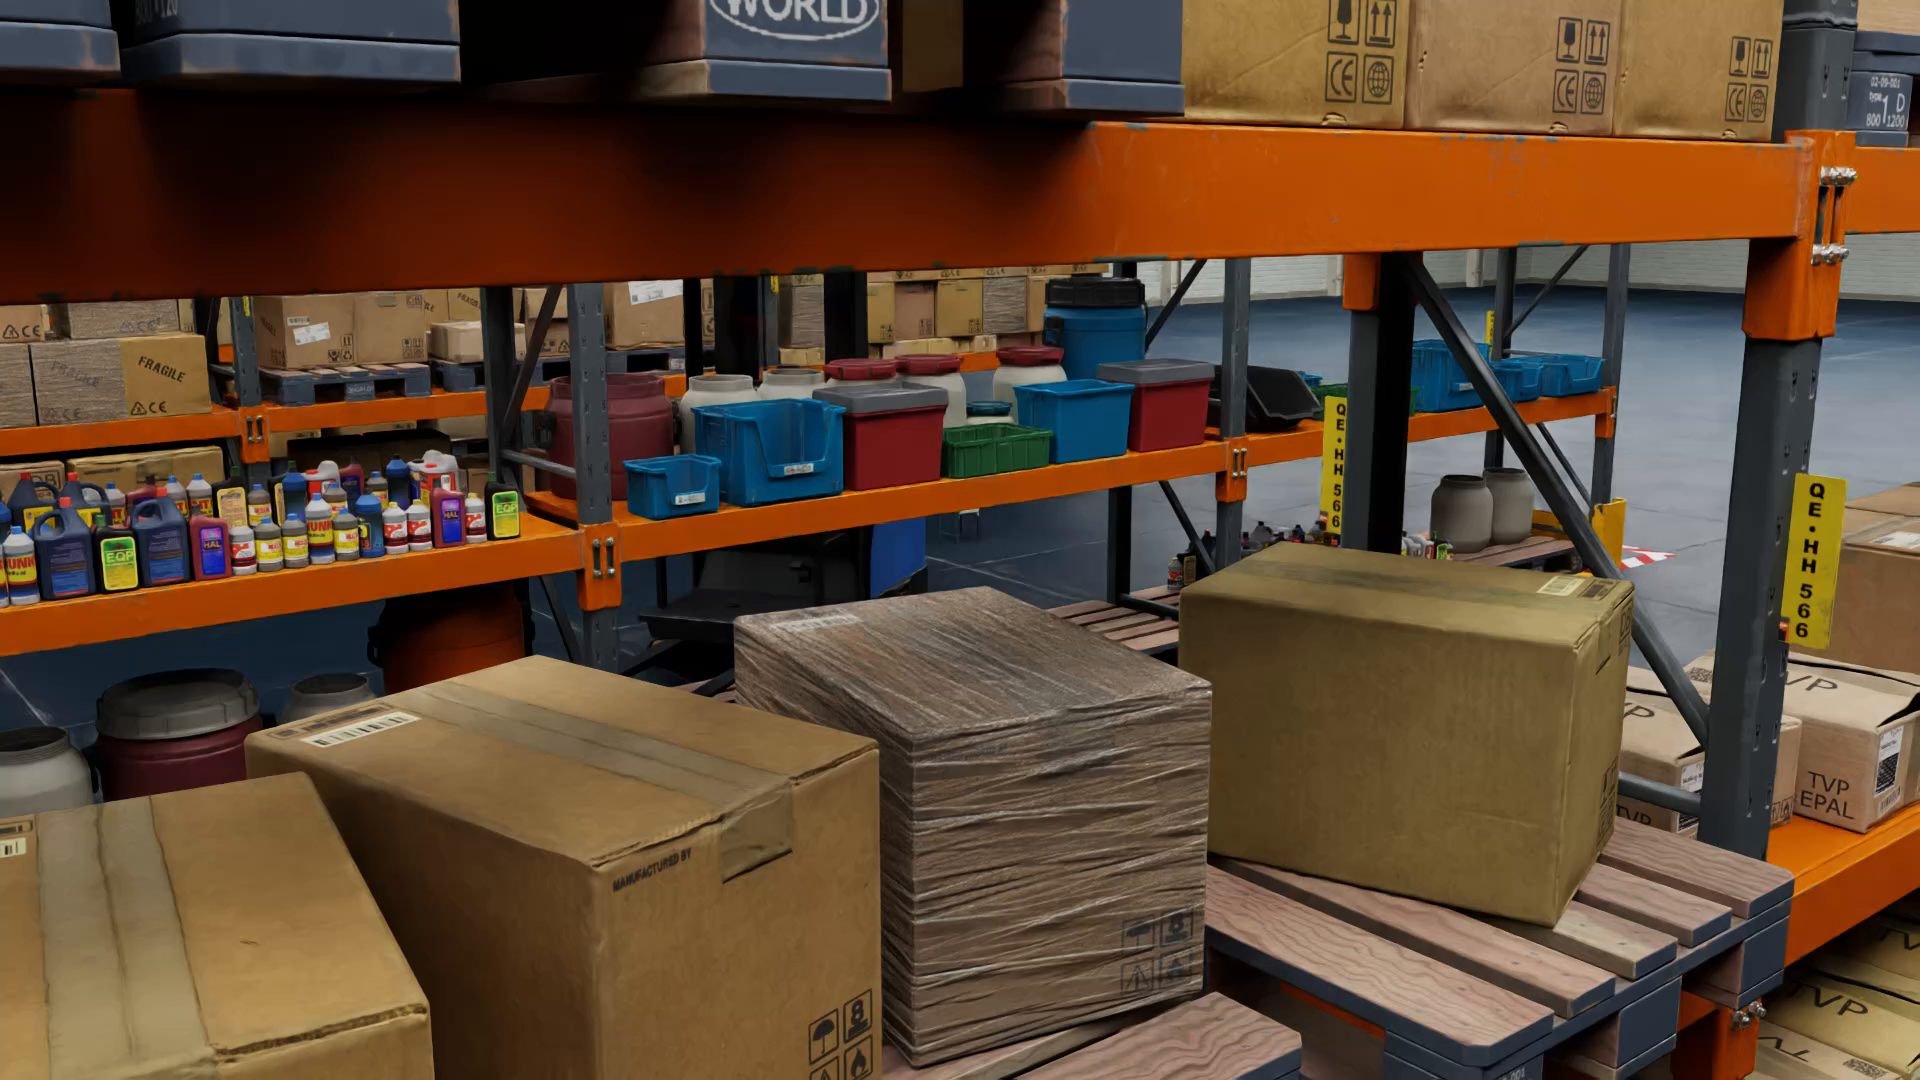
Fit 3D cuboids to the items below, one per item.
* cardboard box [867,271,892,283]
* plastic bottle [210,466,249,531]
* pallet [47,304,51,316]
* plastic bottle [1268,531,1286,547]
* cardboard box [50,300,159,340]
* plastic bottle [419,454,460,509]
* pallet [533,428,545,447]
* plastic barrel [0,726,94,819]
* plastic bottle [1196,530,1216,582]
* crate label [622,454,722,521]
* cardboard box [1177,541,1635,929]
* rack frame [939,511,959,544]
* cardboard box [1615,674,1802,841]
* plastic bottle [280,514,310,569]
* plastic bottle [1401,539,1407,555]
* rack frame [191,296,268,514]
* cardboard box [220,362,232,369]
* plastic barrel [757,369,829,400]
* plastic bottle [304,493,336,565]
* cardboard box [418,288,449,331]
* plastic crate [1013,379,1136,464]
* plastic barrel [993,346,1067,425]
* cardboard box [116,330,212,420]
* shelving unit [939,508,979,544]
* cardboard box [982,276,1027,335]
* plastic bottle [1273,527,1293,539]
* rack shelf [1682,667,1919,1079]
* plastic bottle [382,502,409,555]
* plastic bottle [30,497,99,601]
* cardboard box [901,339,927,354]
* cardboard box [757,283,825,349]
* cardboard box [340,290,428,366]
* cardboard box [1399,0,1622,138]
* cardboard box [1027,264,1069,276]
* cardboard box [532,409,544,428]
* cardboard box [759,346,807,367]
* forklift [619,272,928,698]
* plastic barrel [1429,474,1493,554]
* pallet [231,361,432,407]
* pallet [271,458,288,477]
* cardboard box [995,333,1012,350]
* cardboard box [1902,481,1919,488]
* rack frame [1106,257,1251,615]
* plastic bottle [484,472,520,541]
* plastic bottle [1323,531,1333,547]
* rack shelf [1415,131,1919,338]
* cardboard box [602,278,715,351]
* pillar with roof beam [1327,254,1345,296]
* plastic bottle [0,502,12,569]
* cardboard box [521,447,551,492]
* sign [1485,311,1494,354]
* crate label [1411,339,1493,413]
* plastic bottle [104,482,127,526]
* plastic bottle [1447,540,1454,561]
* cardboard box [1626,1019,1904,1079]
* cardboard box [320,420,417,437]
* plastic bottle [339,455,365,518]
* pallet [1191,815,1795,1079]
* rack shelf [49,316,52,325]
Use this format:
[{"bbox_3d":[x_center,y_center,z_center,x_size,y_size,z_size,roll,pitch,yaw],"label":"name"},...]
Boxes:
[{"bbox_3d":[-0.914,-2.411,13.896,0.500,0.500,0.500,-9,15,-38],"label":"cardboard box"},{"bbox_3d":[-3.057,-0.162,6.950,0.133,0.283,0.061,-9,15,-38],"label":"plastic bottle"},{"bbox_3d":[-10.638,-2.749,19.316,1.003,0.211,1.213,-9,15,-38],"label":"pallet"},{"bbox_3d":[2.090,0.088,10.973,0.133,0.283,0.061,-9,15,-38],"label":"plastic bottle"},{"bbox_3d":[-5.518,-1.573,10.661,0.637,0.503,0.797,-9,15,-36],"label":"cardboard box"},{"bbox_3d":[-2.287,-0.234,7.306,0.135,0.276,0.152,-9,15,-38],"label":"plastic bottle"},{"bbox_3d":[-4.190,-1.185,18.199,1.213,0.211,1.003,-9,15,-38],"label":"pallet"},{"bbox_3d":[-3.481,0.989,6.226,0.421,0.512,0.421,0,12,0],"label":"plastic barrel"},{"bbox_3d":[1.604,0.109,10.714,0.185,0.351,0.144,-10,16,-39],"label":"plastic bottle"},{"bbox_3d":[-1.279,-0.235,7.415,0.416,0.233,0.303,-9,15,-38],"label":"crate label"},{"bbox_3d":[0.828,0.327,3.116,0.700,0.500,0.500,7,14,31],"label":"cardboard box"},{"bbox_3d":[-0.086,-0.426,12.968,0.006,0.900,0.240,-9,15,-38],"label":"rack frame"},{"bbox_3d":[1.560,0.485,3.839,0.500,0.311,0.500,-8,15,-34],"label":"cardboard box"},{"bbox_3d":[-2.554,0.001,6.379,0.097,0.201,0.097,0,12,0],"label":"plastic bottle"},{"bbox_3d":[2.795,0.098,10.765,0.185,0.351,0.144,-9,15,-35],"label":"plastic bottle"},{"bbox_3d":[-4.937,-1.126,11.210,0.127,3.000,1.000,-9,15,-38],"label":"rack frame"},{"bbox_3d":[-8.971,-2.010,20.689,0.625,0.372,0.950,-8,15,-34],"label":"cardboard box"},{"bbox_3d":[-0.844,-0.600,8.464,0.421,0.512,0.421,0,12,0],"label":"plastic barrel"},{"bbox_3d":[-2.478,-0.046,6.431,0.097,0.271,0.097,0,12,0],"label":"plastic bottle"},{"bbox_3d":[-5.468,-2.335,16.662,0.500,0.500,0.500,-10,15,-38],"label":"cardboard box"},{"bbox_3d":[0.614,-0.640,8.961,0.575,0.384,0.392,-9,15,-38],"label":"plastic crate"},{"bbox_3d":[0.397,-0.820,9.440,0.433,0.535,0.433,0,12,0],"label":"plastic barrel"},{"bbox_3d":[-5.167,-1.071,10.709,0.500,0.500,0.500,-9,15,-36],"label":"cardboard box"},{"bbox_3d":[-0.006,-0.439,13.030,0.210,0.900,0.258,-9,15,-38],"label":"shelving unit"},{"bbox_3d":[0.131,-2.149,15.072,0.500,0.500,0.875,-9,15,-38],"label":"cardboard box"},{"bbox_3d":[2.135,0.058,11.133,0.135,0.276,0.152,-9,15,-37],"label":"plastic bottle"},{"bbox_3d":[2.811,0.574,4.938,4.000,0.370,1.077,-9,15,-38],"label":"rack shelf"},{"bbox_3d":[-2.250,-0.049,6.617,0.097,0.201,0.097,0,12,0],"label":"plastic bottle"},{"bbox_3d":[-3.183,0.027,5.900,0.185,0.351,0.144,-9,15,-38],"label":"plastic bottle"},{"bbox_3d":[-0.497,-1.667,14.364,0.250,0.149,0.380,-9,15,-38],"label":"cardboard box"},{"bbox_3d":[-1.423,-1.888,13.841,0.500,0.500,0.875,-9,15,-38],"label":"cardboard box"},{"bbox_3d":[-4.167,-1.546,11.934,0.500,0.500,0.700,-7,14,-29],"label":"cardboard box"},{"bbox_3d":[0.531,-0.907,2.715,0.500,0.500,0.910,-9,15,-38],"label":"cardboard box"},{"bbox_3d":[0.648,-2.670,15.119,0.500,0.500,0.500,-9,15,-38],"label":"cardboard box"},{"bbox_3d":[-4.298,-1.699,18.012,0.875,0.875,0.875,-9,15,-37],"label":"cardboard box"},{"bbox_3d":[-1.457,-1.501,13.582,0.250,0.149,0.380,-9,15,-38],"label":"cardboard box"},{"bbox_3d":[-1.166,-0.720,9.461,1.130,2.935,3.031,4,13,18],"label":"forklift"},{"bbox_3d":[3.547,-0.186,11.763,0.421,0.512,0.421,0,12,0],"label":"plastic barrel"},{"bbox_3d":[-4.447,-1.142,11.747,1.003,0.211,1.213,-9,15,-38],"label":"pallet"},{"bbox_3d":[-6.342,-0.827,16.515,1.213,0.211,1.003,-9,15,-38],"label":"pallet"},{"bbox_3d":[0.251,-1.806,15.016,0.250,0.149,0.380,-9,15,-38],"label":"cardboard box"},{"bbox_3d":[3.351,0.079,5.296,0.500,0.500,0.500,-8,14,-34],"label":"cardboard box"},{"bbox_3d":[1.281,-0.842,9.871,0.127,3.000,1.000,-9,15,-38],"label":"rack frame"},{"bbox_3d":[-1.892,-0.144,6.866,0.133,0.283,0.061,-9,15,-38],"label":"plastic bottle"},{"bbox_3d":[2.526,-0.012,11.474,0.097,0.271,0.097,0,12,0],"label":"plastic bottle"},{"bbox_3d":[2.811,-0.894,4.626,4.000,0.370,1.077,-9,15,-38],"label":"rack shelf"},{"bbox_3d":[-2.521,-2.063,13.170,1.000,1.000,1.000,-9,15,-37],"label":"cardboard box"},{"bbox_3d":[12.339,-9.982,38.475,0.548,9.000,9.100,-9,15,-38],"label":"pillar with roof beam"},{"bbox_3d":[-3.679,-0.032,6.366,0.097,0.271,0.097,0,12,0],"label":"plastic bottle"},{"bbox_3d":[-3.127,-0.430,12.890,0.500,0.500,0.700,-11,16,-42],"label":"cardboard box"},{"bbox_3d":[4.064,-1.586,12.709,0.005,0.325,0.100,-9,15,-38],"label":"sign"},{"bbox_3d":[3.136,-1.095,10.980,0.616,0.435,0.502,-9,15,-38],"label":"crate label"},{"bbox_3d":[-3.392,-0.095,6.667,0.097,0.271,0.097,0,12,0],"label":"plastic bottle"},{"bbox_3d":[3.244,0.102,11.103,0.097,0.201,0.097,0,12,0],"label":"plastic bottle"},{"bbox_3d":[1.841,1.326,3.920,0.500,0.311,0.500,-9,15,-36],"label":"cardboard box"},{"bbox_3d":[-6.017,-1.348,16.660,0.750,0.750,1.050,-9,15,-38],"label":"cardboard box"},{"bbox_3d":[-2.668,-0.227,7.255,0.133,0.283,0.061,-9,15,-38],"label":"plastic bottle"},{"bbox_3d":[0.764,0.674,3.193,1.003,0.211,1.213,-9,15,-38],"label":"pallet"},{"bbox_3d":[-9.566,-2.641,20.076,4.000,0.370,1.077,-9,15,-38],"label":"rack shelf"}]
